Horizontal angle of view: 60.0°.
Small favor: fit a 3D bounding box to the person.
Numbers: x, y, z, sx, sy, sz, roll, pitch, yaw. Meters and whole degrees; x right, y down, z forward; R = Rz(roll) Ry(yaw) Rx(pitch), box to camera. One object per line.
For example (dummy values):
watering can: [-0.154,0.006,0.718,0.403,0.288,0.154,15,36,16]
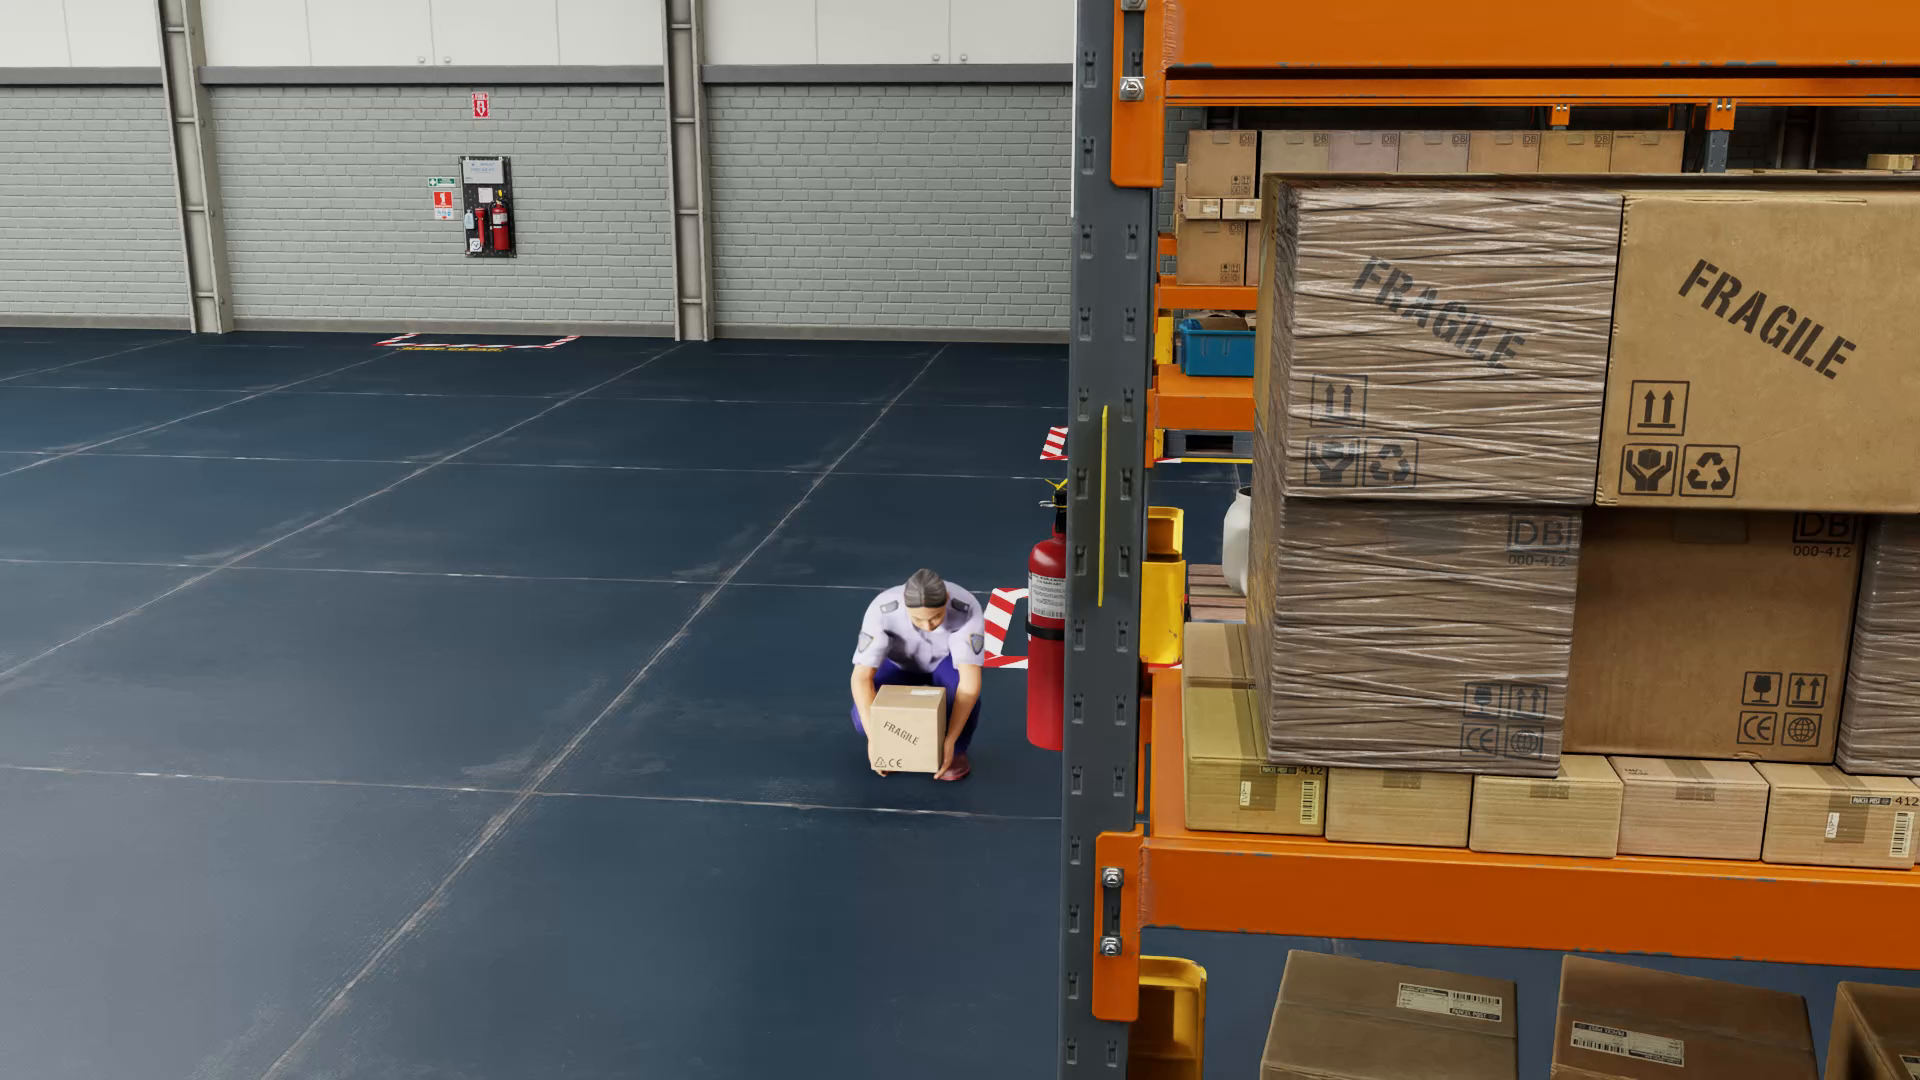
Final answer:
person: [-0.153,0.509,6.566,0.528,0.911,0.829,2,14,6]
